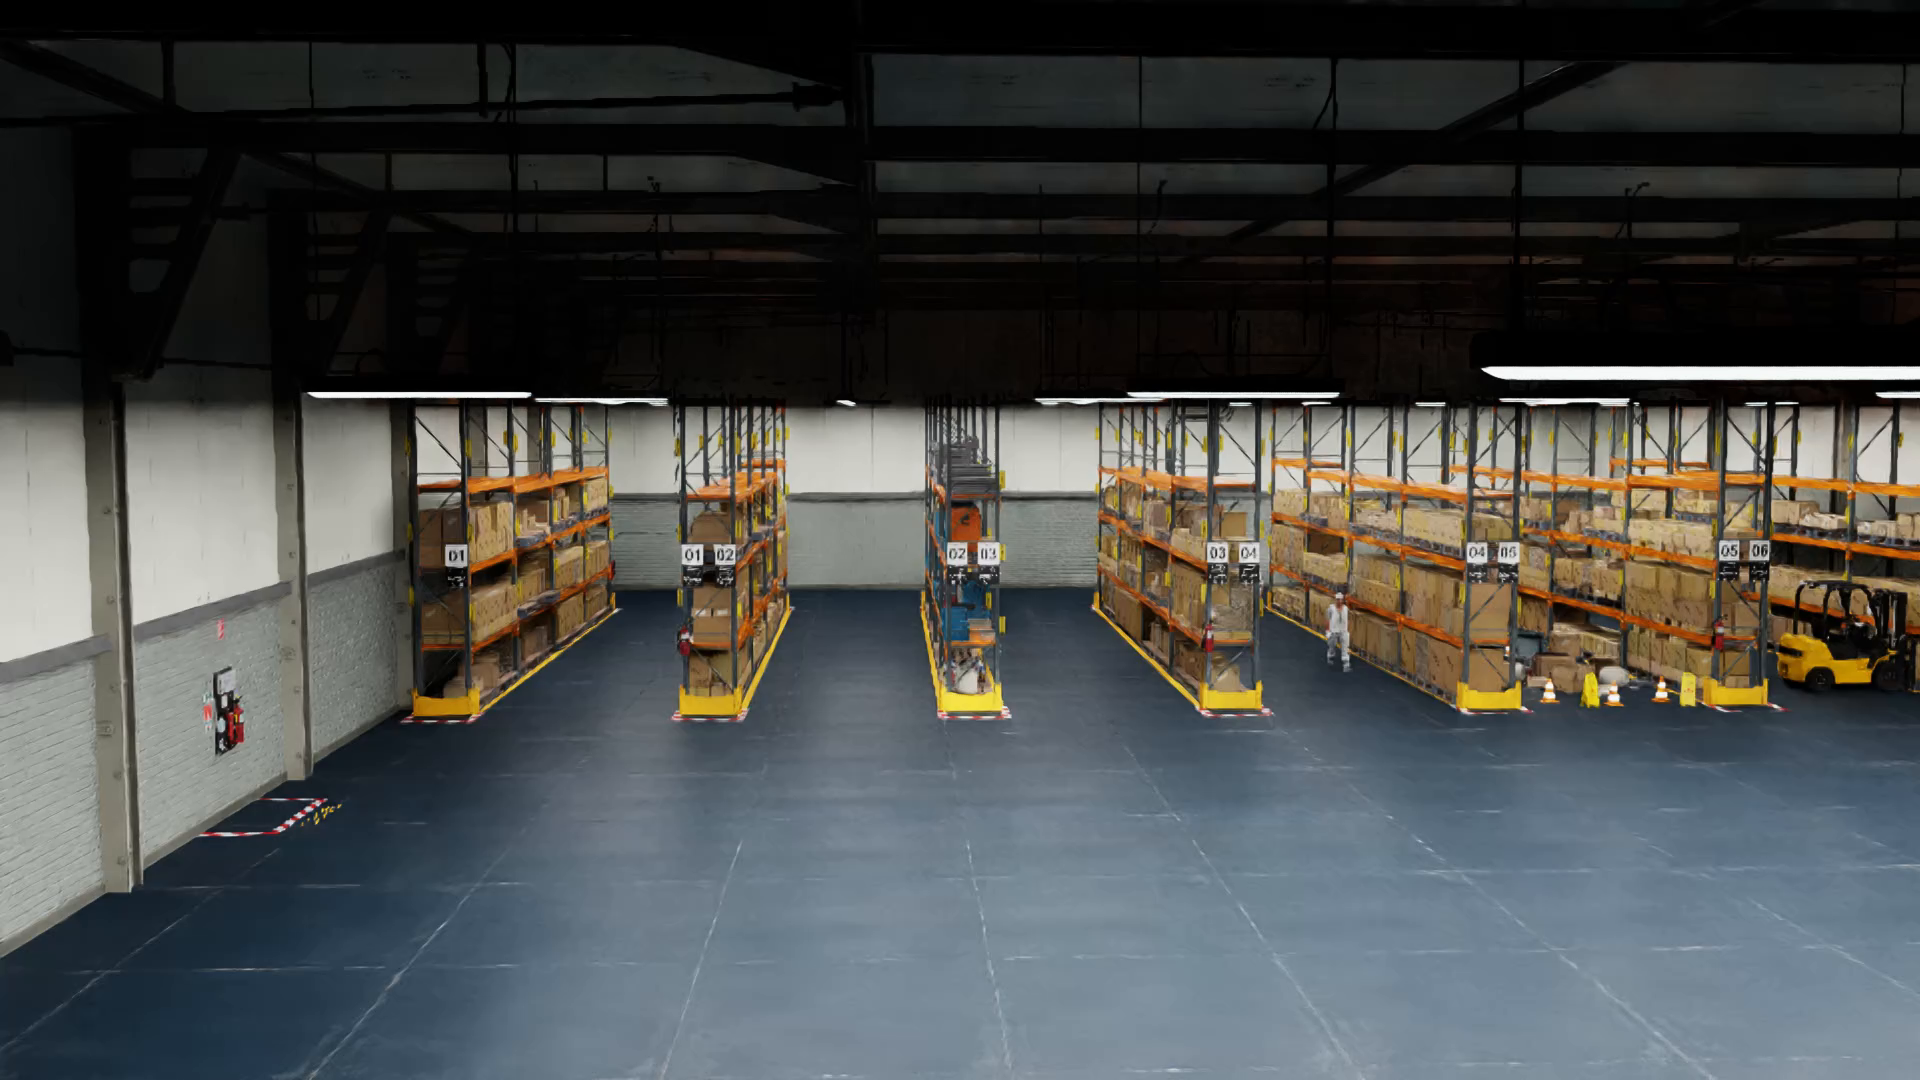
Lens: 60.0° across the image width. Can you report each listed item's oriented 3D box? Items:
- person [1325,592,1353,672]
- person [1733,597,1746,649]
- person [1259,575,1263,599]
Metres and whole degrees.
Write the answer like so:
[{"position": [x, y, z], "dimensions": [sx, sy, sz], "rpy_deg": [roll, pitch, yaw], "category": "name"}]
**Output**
[{"position": [8.255, 1.989, 36.288], "dimensions": [0.553, 1.706, 1.123], "rpy_deg": [0, 5, 0], "category": "person"}, {"position": [16.713, 2.050, 35.766], "dimensions": [0.477, 1.675, 0.493], "rpy_deg": [2, 5, 28], "category": "person"}, {"position": [7.767, 1.446, 43.910], "dimensions": [0.482, 1.579, 1.082], "rpy_deg": [0, 5, -5], "category": "person"}]
